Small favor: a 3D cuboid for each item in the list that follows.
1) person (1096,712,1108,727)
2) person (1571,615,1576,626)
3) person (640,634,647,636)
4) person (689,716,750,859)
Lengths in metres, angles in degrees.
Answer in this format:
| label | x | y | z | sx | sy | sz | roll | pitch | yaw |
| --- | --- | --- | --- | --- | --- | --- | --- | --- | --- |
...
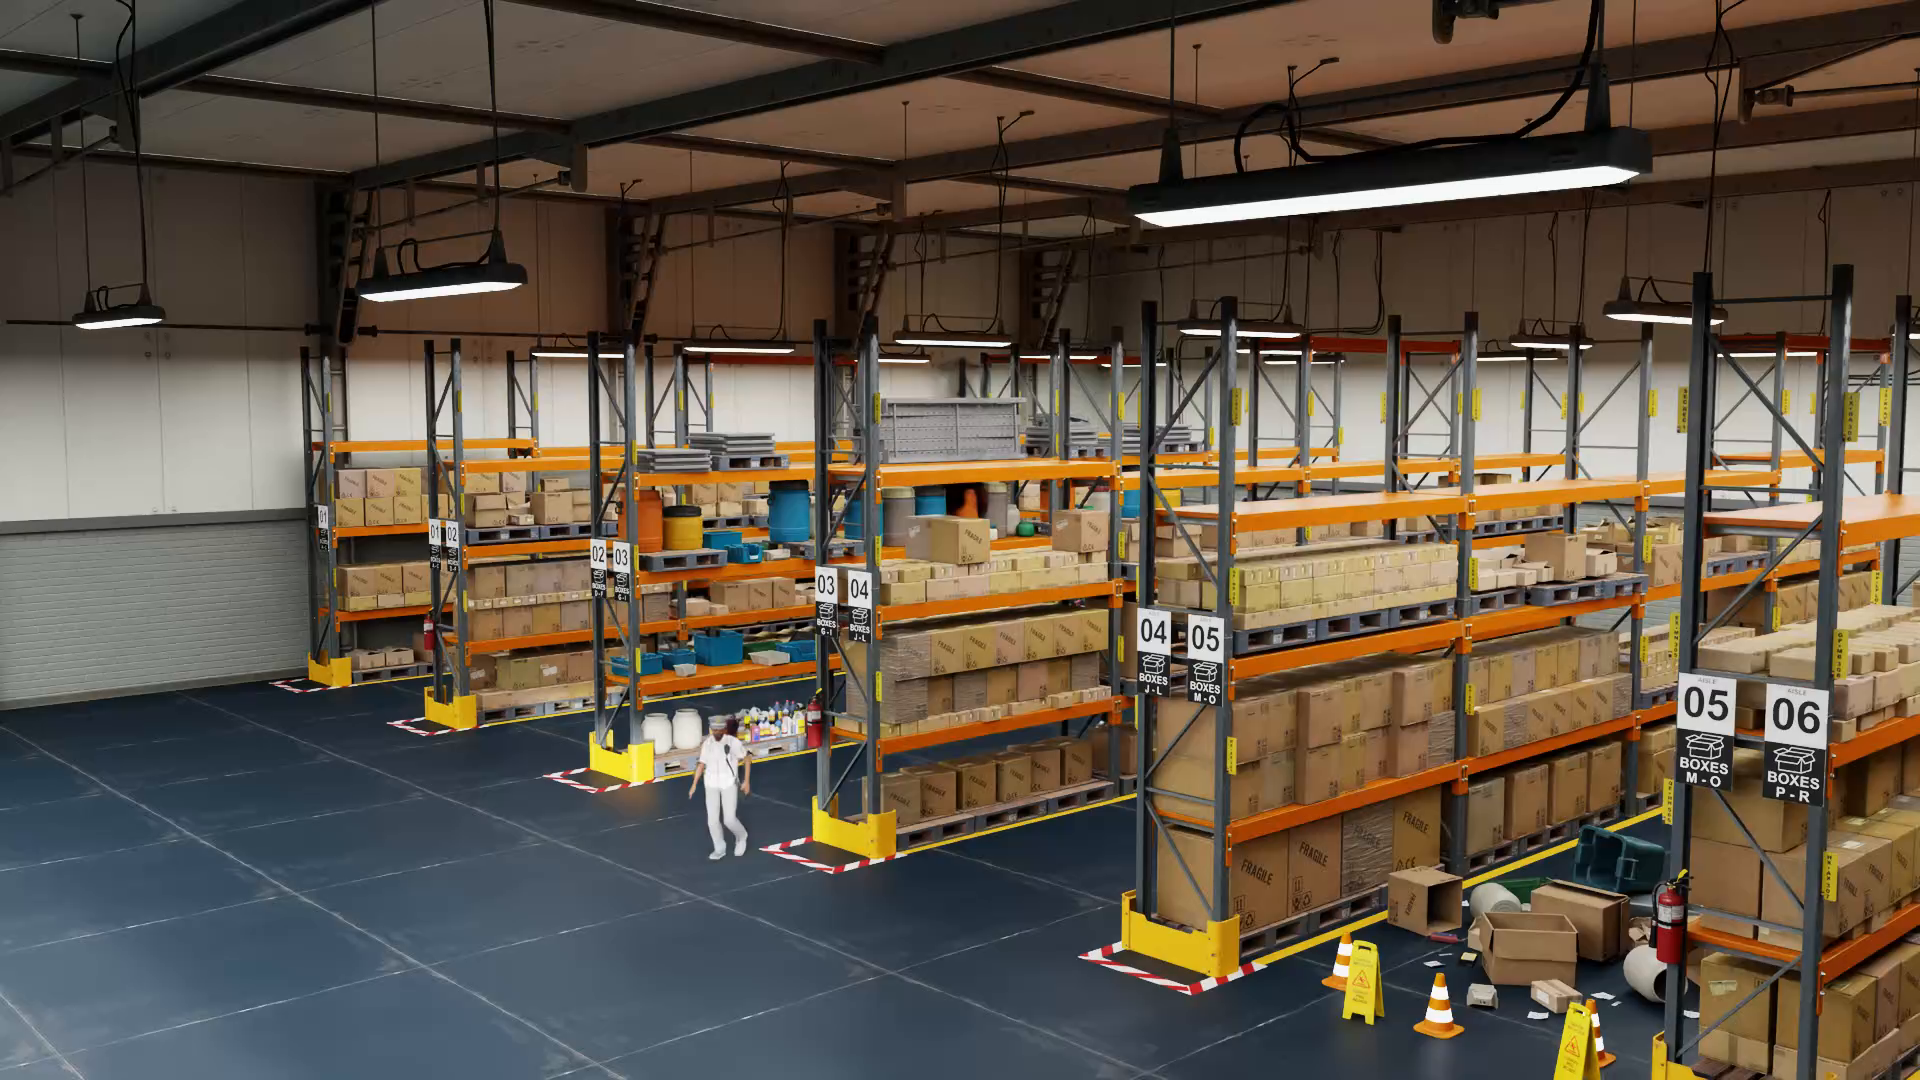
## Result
| label | x | y | z | sx | sy | sz | roll | pitch | yaw |
| --- | --- | --- | --- | --- | --- | --- | --- | --- | --- |
| person | 2.043 | 1.966 | 24.234 | 0.533 | 1.566 | 0.493 | 5 | 7 | 42 |
| person | 9.710 | 1.995 | 26.512 | 0.669 | 1.684 | 0.760 | 4 | 7 | 41 |
| person | -5.903 | 1.615 | 30.631 | 0.632 | 1.749 | 0.664 | -4 | 7 | -41 |
| person | -2.641 | 2.735 | 18.362 | 0.583 | 1.638 | 0.564 | 1 | 5 | 10 |
